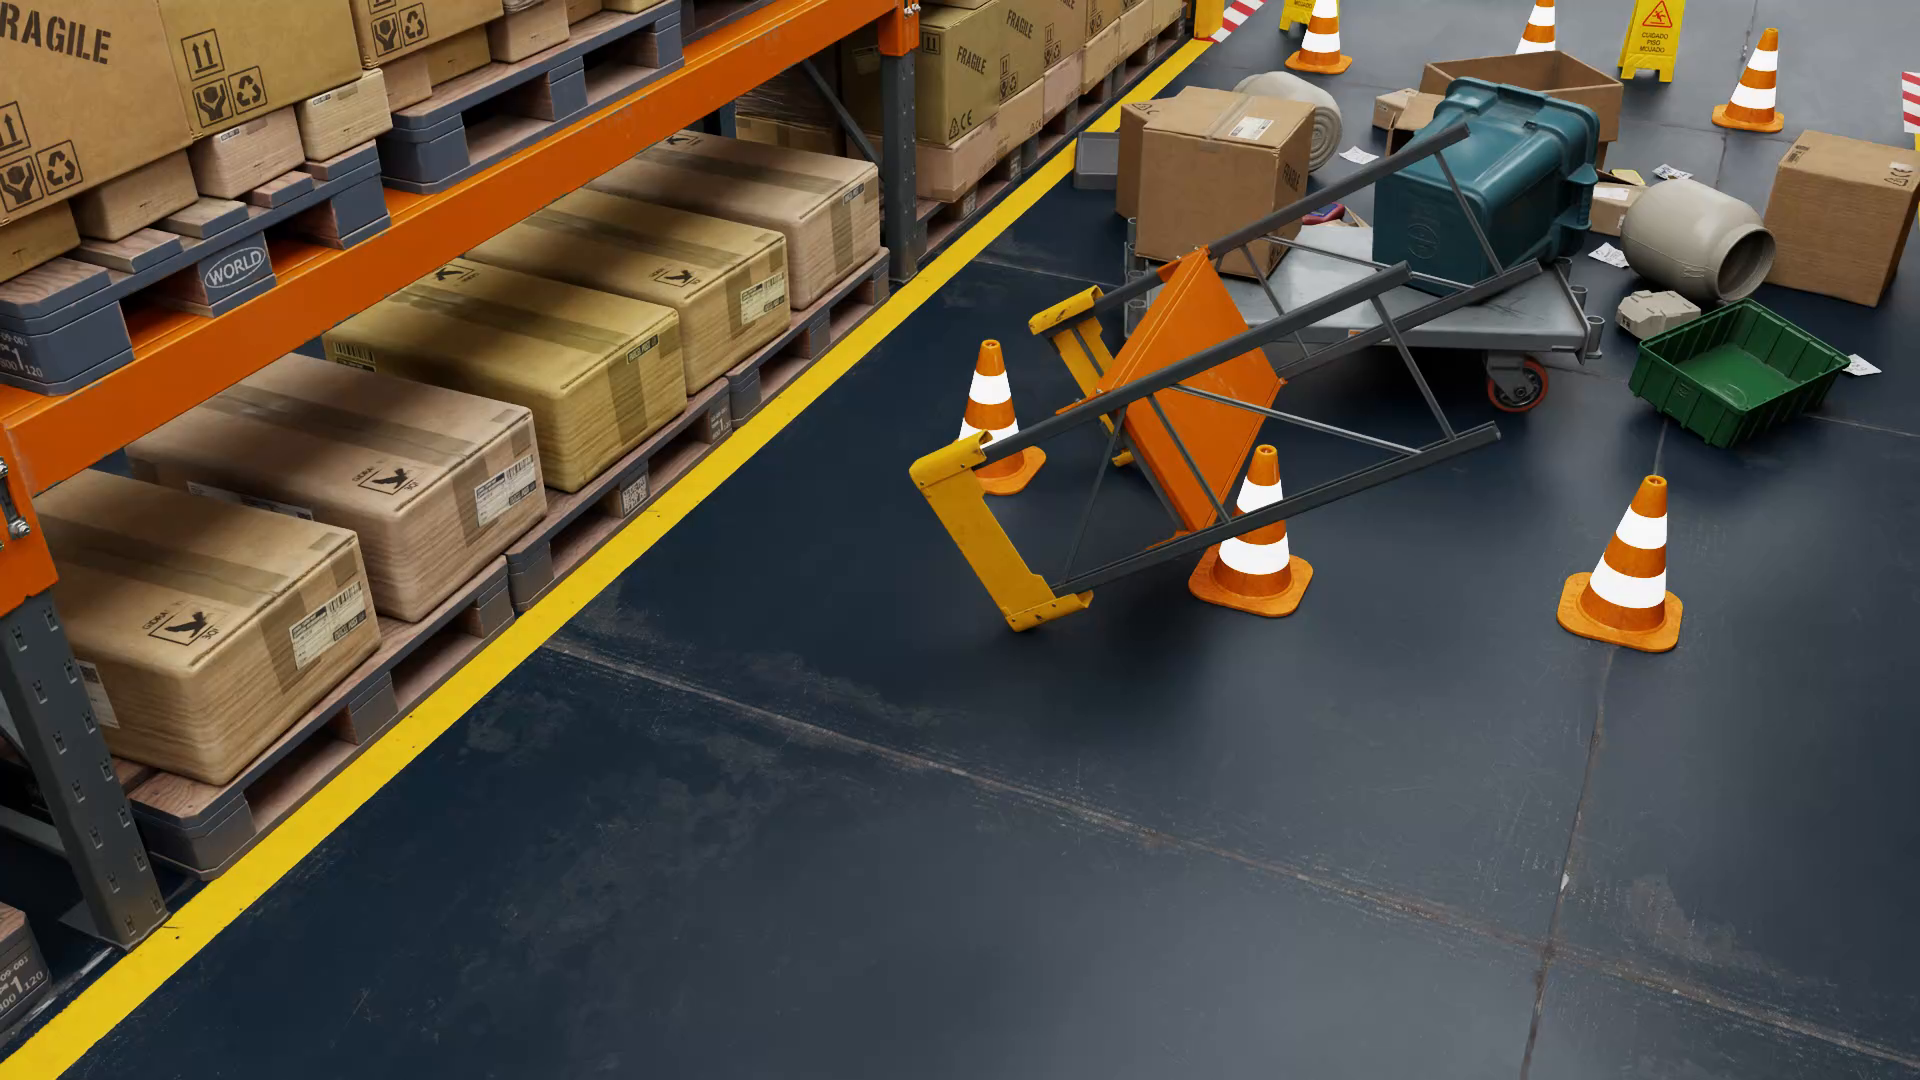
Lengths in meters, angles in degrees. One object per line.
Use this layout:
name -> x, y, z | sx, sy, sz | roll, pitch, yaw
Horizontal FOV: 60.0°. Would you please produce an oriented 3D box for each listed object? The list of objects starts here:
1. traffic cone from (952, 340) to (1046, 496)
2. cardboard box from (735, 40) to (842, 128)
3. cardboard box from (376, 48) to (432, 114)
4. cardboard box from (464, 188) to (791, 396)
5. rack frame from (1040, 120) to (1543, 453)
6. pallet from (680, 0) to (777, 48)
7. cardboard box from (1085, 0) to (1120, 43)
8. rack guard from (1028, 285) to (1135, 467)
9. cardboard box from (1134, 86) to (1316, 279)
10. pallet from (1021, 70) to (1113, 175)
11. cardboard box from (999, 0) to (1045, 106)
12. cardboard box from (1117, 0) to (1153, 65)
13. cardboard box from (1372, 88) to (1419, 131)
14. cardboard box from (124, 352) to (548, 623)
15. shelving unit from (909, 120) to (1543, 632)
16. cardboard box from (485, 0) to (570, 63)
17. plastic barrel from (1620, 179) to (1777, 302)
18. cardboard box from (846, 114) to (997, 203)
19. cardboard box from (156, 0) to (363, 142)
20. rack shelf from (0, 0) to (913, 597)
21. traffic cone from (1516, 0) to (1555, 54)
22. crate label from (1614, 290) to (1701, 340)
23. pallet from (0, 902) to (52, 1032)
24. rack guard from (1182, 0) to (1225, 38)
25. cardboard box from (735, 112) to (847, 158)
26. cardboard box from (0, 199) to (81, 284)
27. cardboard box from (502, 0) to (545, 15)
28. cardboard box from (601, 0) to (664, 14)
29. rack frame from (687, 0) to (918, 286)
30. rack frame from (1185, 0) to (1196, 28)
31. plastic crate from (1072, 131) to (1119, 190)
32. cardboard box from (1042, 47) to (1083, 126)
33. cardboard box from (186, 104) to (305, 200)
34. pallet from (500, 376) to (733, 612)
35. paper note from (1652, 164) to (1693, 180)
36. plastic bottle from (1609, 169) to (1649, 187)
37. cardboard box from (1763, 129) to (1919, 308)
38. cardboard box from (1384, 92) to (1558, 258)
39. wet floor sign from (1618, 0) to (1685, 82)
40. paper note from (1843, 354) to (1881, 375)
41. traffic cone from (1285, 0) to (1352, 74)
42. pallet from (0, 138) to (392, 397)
traffic cone -> 0.098, -0.445, 5.507 | 0.336, 0.463, 0.334 | 14, 36, 20
cardboard box -> -0.651, -2.140, 7.219 | 0.500, 0.500, 0.500 | 14, 36, 20
cardboard box -> -1.554, -1.171, 4.147 | 0.380, 0.149, 0.250 | 16, 37, 23
cardboard box -> -1.170, -0.901, 5.902 | 0.950, 0.372, 0.625 | 16, 37, 23
rack frame -> 0.969, -0.736, 5.137 | 1.500, 0.500, 0.032 | -22, 20, 35
pallet -> -1.107, -2.017, 5.766 | 1.003, 0.211, 1.213 | 14, 36, 20
cardboard box -> 0.488, -2.807, 8.236 | 0.500, 0.500, 0.500 | 13, 36, 19
rack guard -> 0.486, -0.532, 5.478 | 0.250, 0.587, 0.087 | -22, 20, 35
cardboard box -> 0.974, -1.323, 6.121 | 0.500, 0.500, 0.500 | 14, 36, 20
pallet -> 0.103, -2.231, 8.460 | 1.003, 0.211, 1.213 | 14, 36, 20
cardboard box -> 0.051, -2.285, 7.440 | 0.500, 0.500, 0.500 | 16, 36, 22
cardboard box -> 0.701, -2.742, 8.821 | 0.500, 0.250, 0.500 | 14, 36, 21
cardboard box -> 2.305, -2.129, 8.361 | 0.250, 0.149, 0.380 | -21, 39, -29
cardboard box -> -1.781, -0.178, 4.799 | 0.950, 0.372, 0.625 | 13, 36, 20
shelving unit -> 0.778, -0.469, 4.737 | 1.500, 0.587, 1.083 | -22, 20, 35
cardboard box -> -1.303, -1.436, 4.551 | 0.380, 0.149, 0.250 | 15, 36, 22
plastic barrel -> 2.965, -1.199, 6.692 | 0.421, 0.421, 0.512 | -15, 36, -21
cardboard box -> -0.163, -1.702, 7.235 | 0.500, 0.250, 0.500 | 13, 35, 18
cardboard box -> -1.718, -1.227, 3.640 | 0.500, 0.500, 0.500 | 16, 37, 23
rack shelf -> -1.492, -1.148, 4.921 | 1.077, 0.370, 4.000 | 14, 36, 20
traffic cone -> 3.161, -2.781, 9.069 | 0.336, 0.463, 0.334 | 14, 36, 20
crate label -> 2.708, -0.863, 6.441 | 0.298, 0.136, 0.250 | -9, 34, -13
pallet -> -2.727, 1.089, 3.397 | 1.003, 0.211, 1.213 | 14, 36, 20
rack guard -> 0.987, -3.354, 9.909 | 1.175, 0.500, 0.348 | 14, 36, 20
cardboard box -> -0.652, -1.827, 7.425 | 0.500, 0.250, 0.500 | 16, 36, 23
cardboard box -> -2.023, -0.642, 3.340 | 0.380, 0.149, 0.250 | 12, 35, 18
cardboard box -> -1.286, -1.740, 4.422 | 0.500, 0.500, 0.500 | 13, 35, 19
cardboard box -> -1.059, -1.691, 4.939 | 0.380, 0.149, 0.250 | 14, 36, 20
rack frame -> -0.655, -2.445, 6.243 | 1.000, 3.000, 0.127 | 14, 36, 20
rack frame -> 1.019, -4.437, 9.281 | 1.000, 3.000, 0.127 | 14, 36, 20
plastic crate -> 0.747, -1.818, 7.949 | 0.402, 0.080, 0.583 | 3, 33, 4
cardboard box -> 0.270, -2.236, 8.049 | 0.500, 0.250, 0.500 | 14, 36, 20
cardboard box -> -1.718, -0.901, 3.735 | 0.380, 0.149, 0.250 | 12, 35, 17
pallet -> -1.488, -0.281, 5.486 | 1.003, 0.211, 1.213 | 14, 36, 20
paper note -> 3.376, -1.739, 7.875 | 0.144, 0.017, 0.142 | 29, 43, 36
plastic bottle -> 3.099, -1.636, 7.690 | 0.133, 0.061, 0.283 | 3, 33, 4
cardboard box -> 3.601, -1.324, 6.811 | 0.500, 0.500, 0.500 | 21, 39, 28
cardboard box -> 2.200, -1.526, 6.995 | 0.797, 0.637, 0.503 | 14, 36, 20
wet floor sign -> 3.771, -2.836, 8.986 | 0.267, 0.644, 0.232 | 8, 34, 12
paper note -> 3.342, -0.661, 6.229 | 0.147, 0.020, 0.142 | -9, 34, -13
traffic cone -> 2.010, -2.866, 9.199 | 0.336, 0.463, 0.334 | 14, 36, 20
pallet -> -2.127, -0.752, 3.836 | 1.213, 0.211, 1.003 | 14, 36, 20
